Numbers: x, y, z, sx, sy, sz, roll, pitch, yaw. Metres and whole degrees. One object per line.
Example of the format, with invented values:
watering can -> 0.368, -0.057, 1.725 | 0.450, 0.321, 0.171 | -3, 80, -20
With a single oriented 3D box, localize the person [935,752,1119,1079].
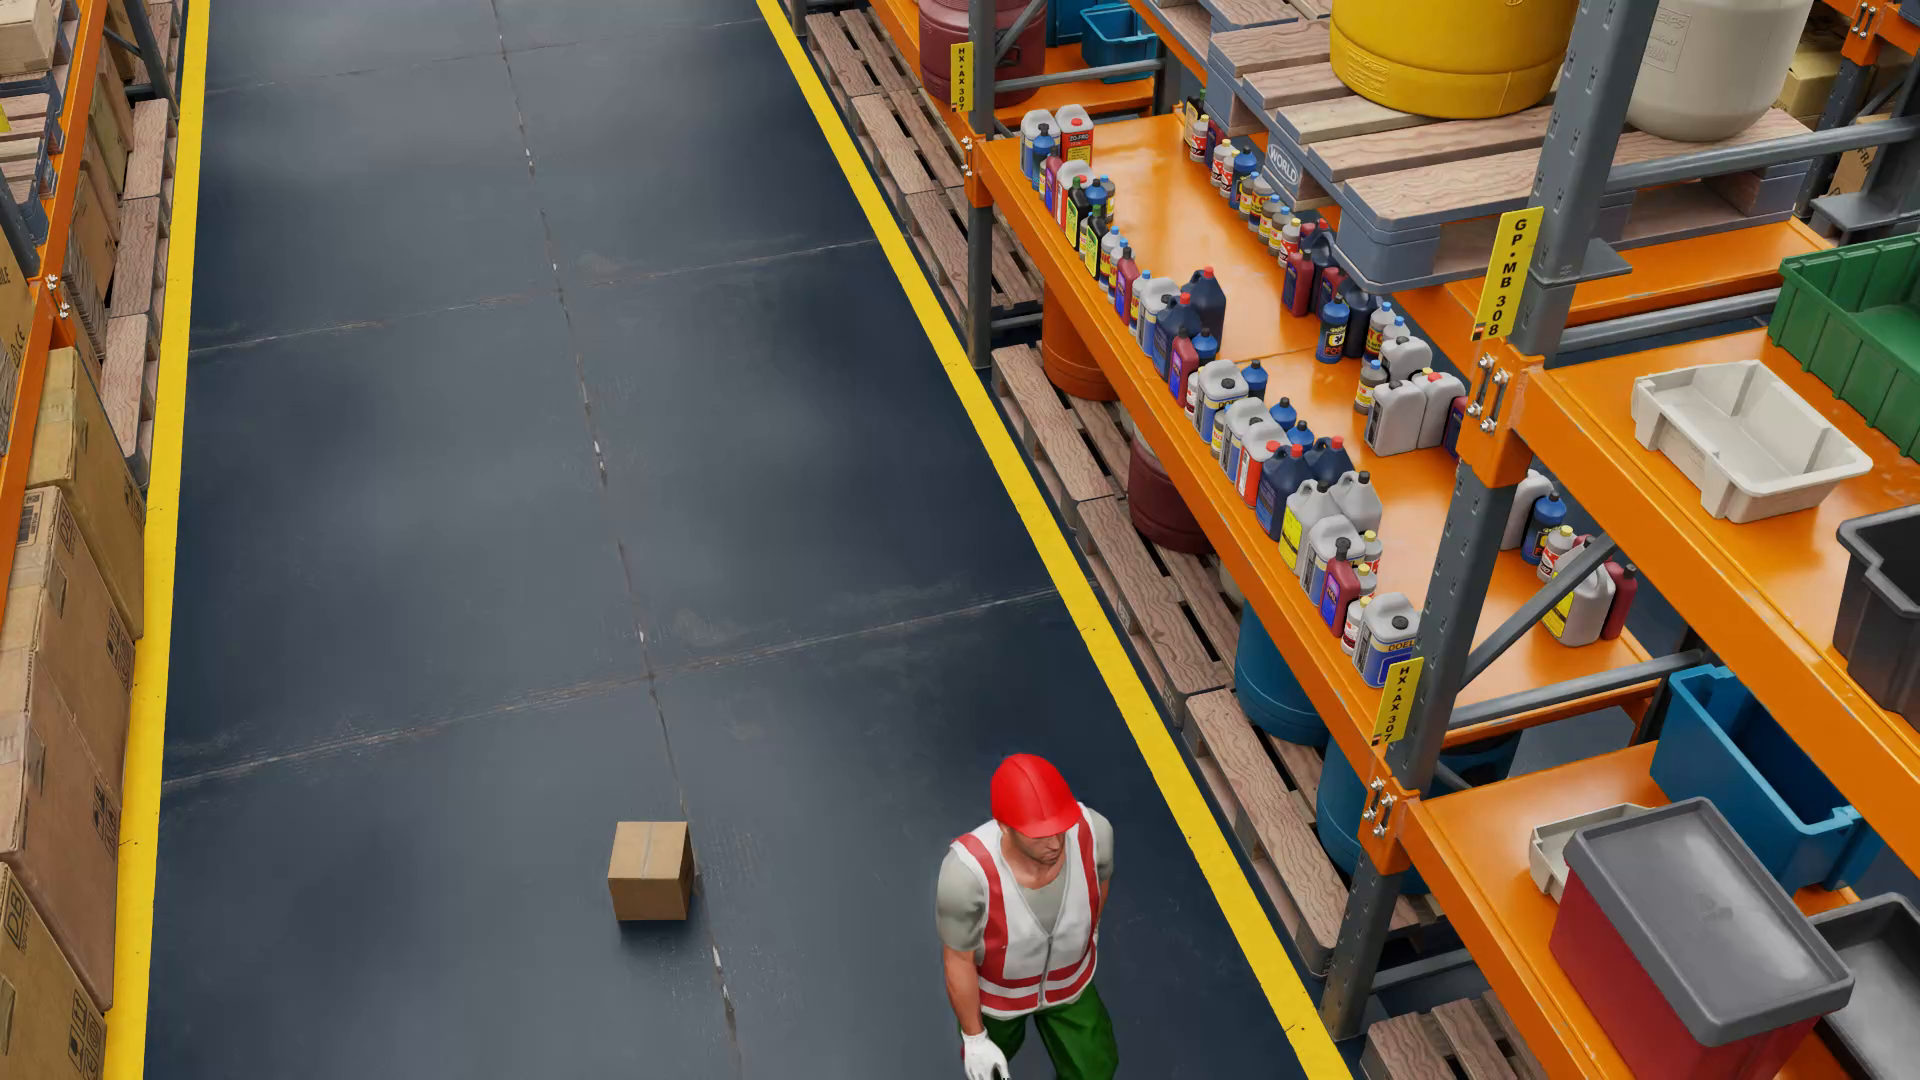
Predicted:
person -> 0.205, 1.287, 4.721 | 0.538, 1.847, 0.590 | -12, 43, -13
